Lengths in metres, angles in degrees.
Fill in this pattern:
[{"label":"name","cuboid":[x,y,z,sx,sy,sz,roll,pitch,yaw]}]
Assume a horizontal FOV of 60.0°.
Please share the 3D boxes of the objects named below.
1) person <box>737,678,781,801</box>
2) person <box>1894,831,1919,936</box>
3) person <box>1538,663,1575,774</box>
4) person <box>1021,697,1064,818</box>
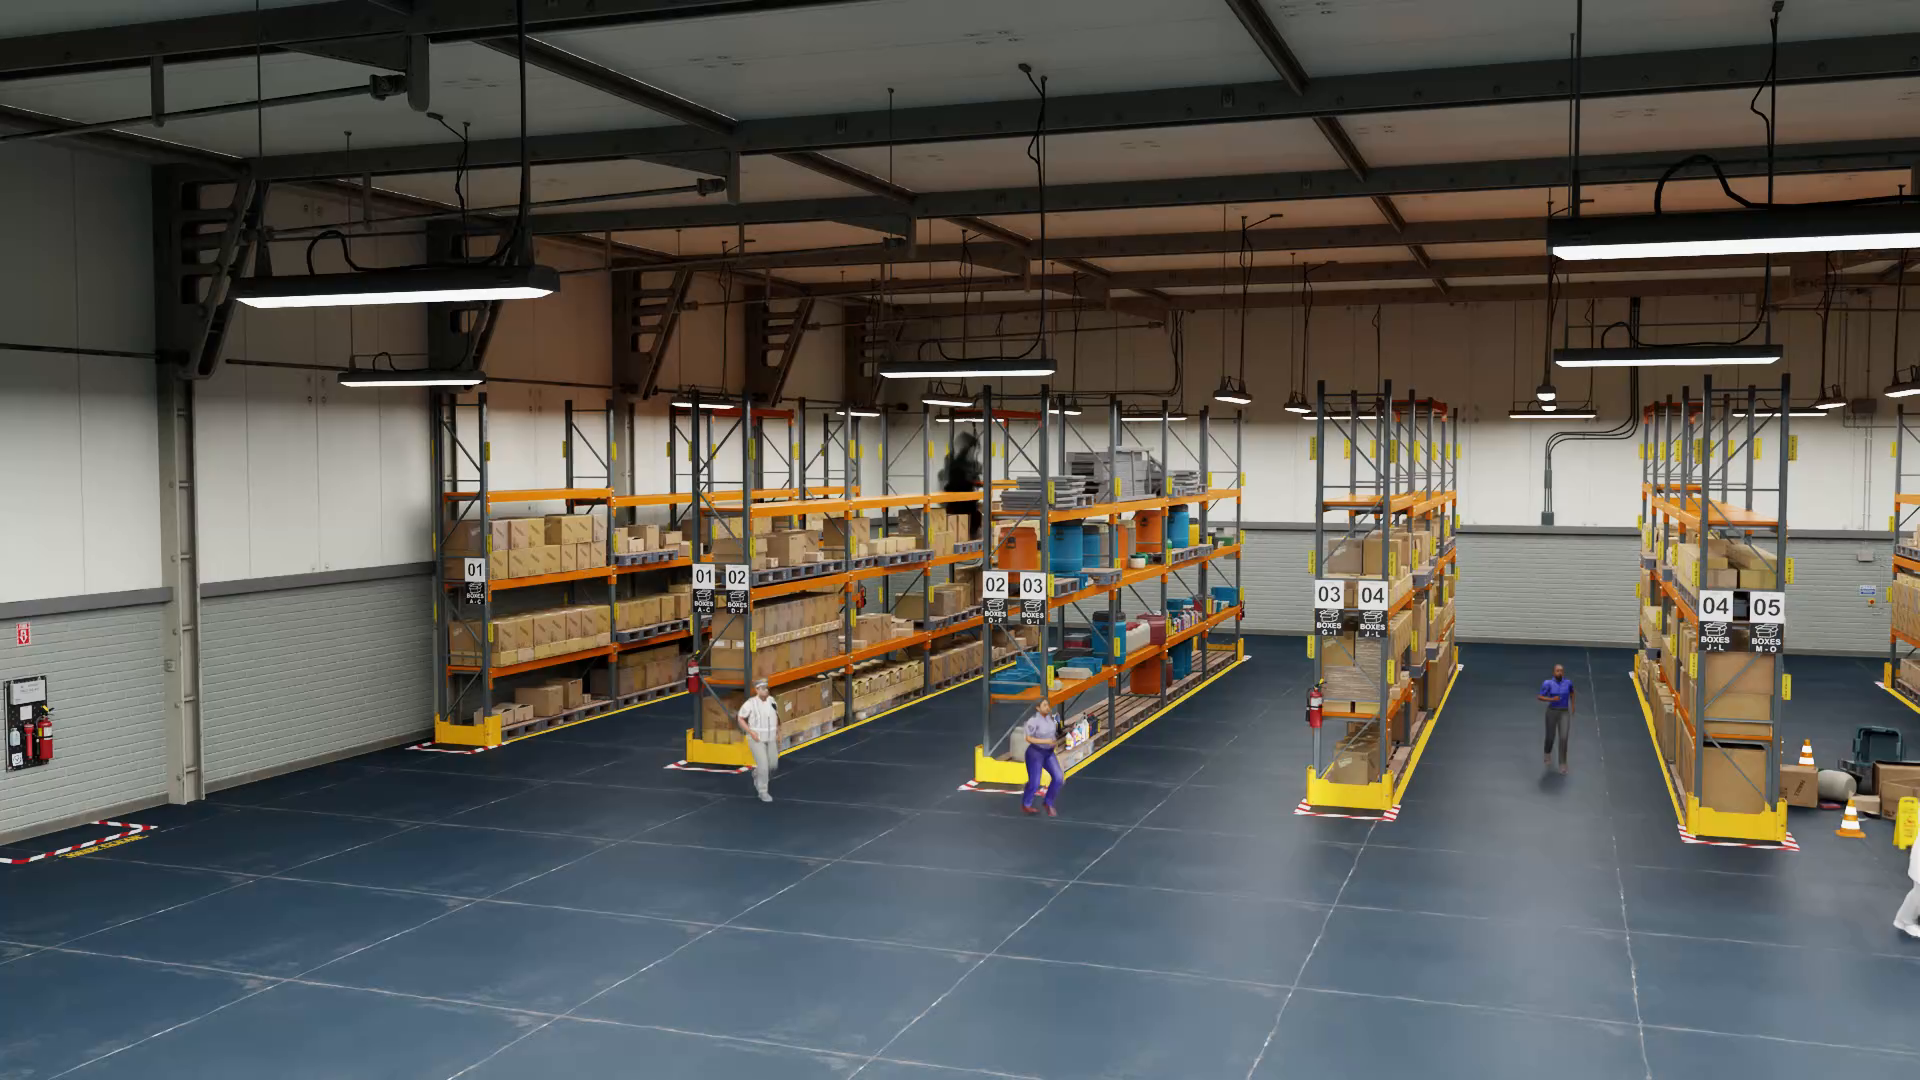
[{"label":"person","cuboid":[-2.894,2.857,24.009,0.677,1.762,0.628,-3,4,-41]},{"label":"person","cuboid":[9.909,3.218,16.865,0.673,1.727,0.895,-1,3,-23]},{"label":"person","cuboid":[9.367,2.770,26.101,0.604,1.647,0.900,0,3,8]},{"label":"person","cuboid":[1.110,2.984,22.720,0.589,1.677,0.708,-3,4,-40]}]
